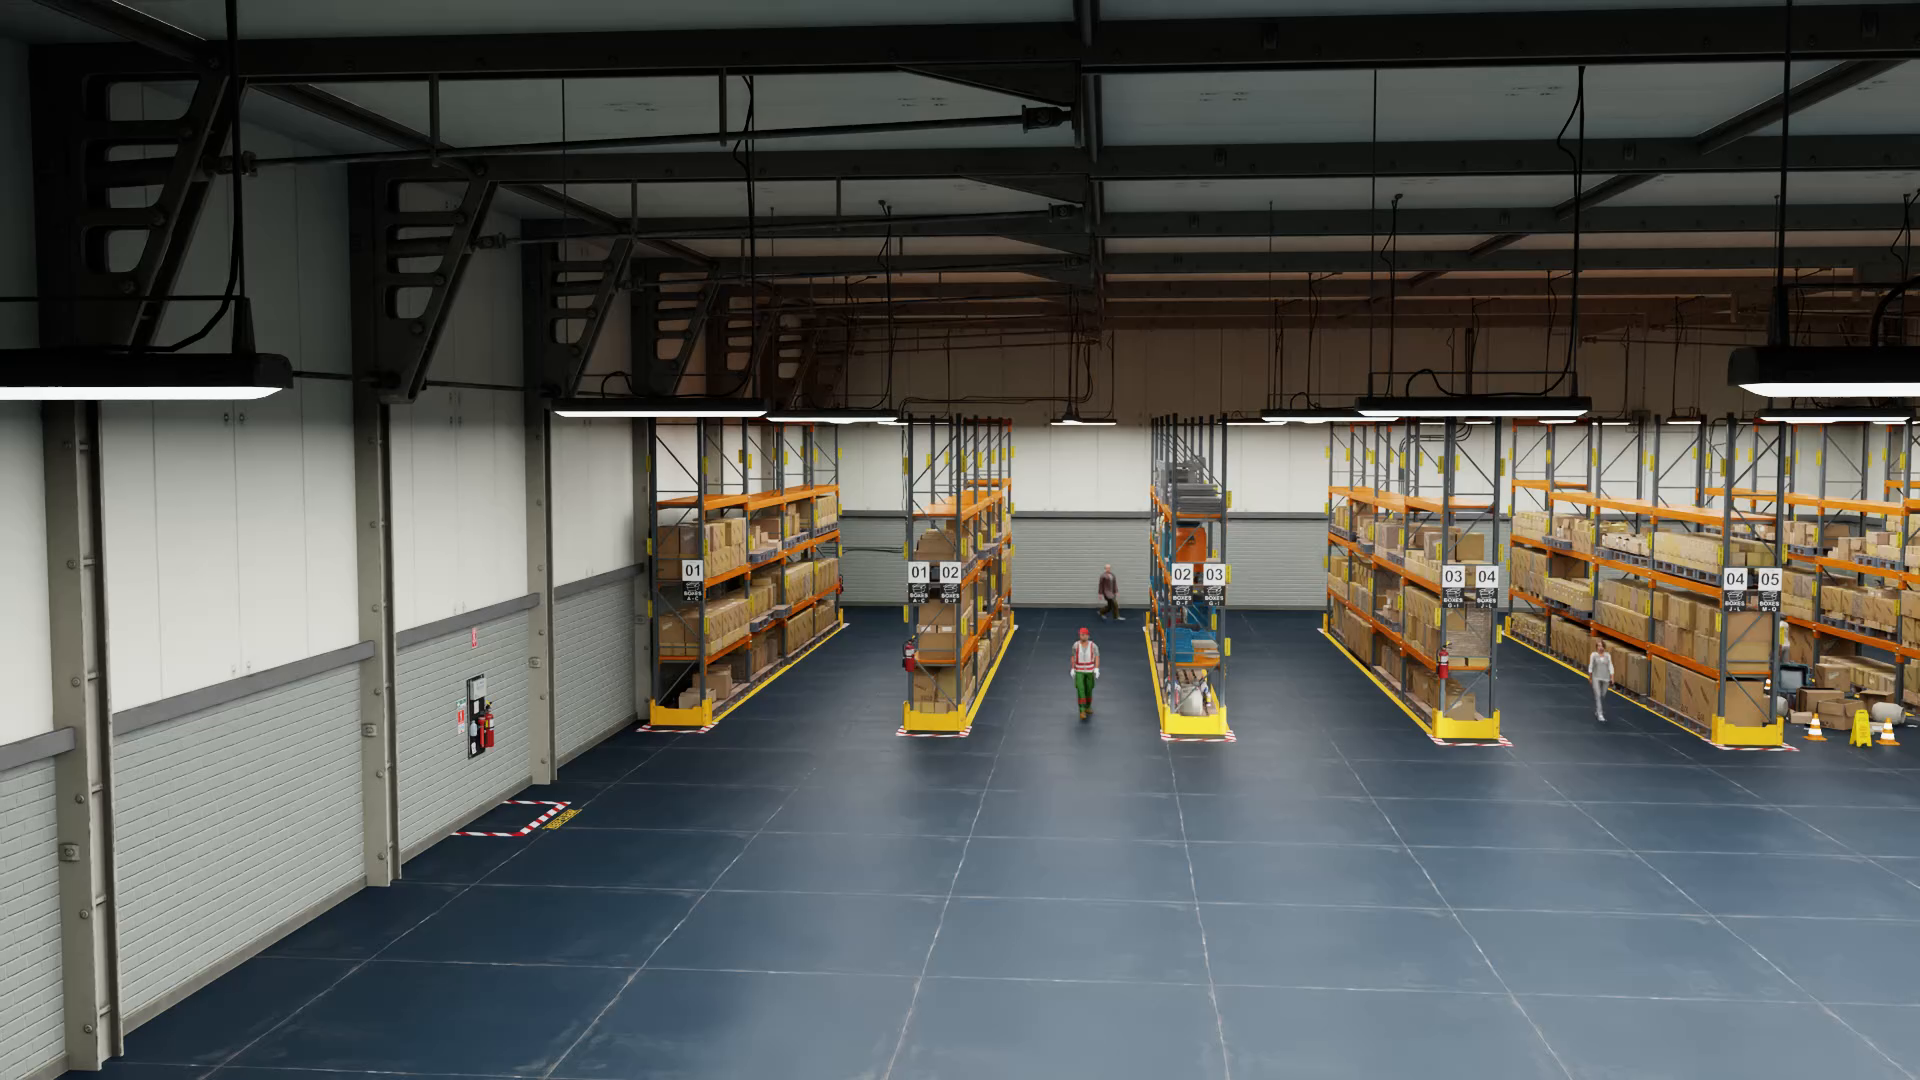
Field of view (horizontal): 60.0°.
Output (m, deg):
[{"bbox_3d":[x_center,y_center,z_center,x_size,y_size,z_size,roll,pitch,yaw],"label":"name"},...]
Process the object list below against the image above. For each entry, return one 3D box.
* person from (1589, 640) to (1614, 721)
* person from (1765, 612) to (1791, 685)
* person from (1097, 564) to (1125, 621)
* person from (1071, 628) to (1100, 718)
[{"bbox_3d":[12.552,2.737,32.508,0.432,1.552,0.903,1,4,8],"label":"person"},{"bbox_3d":[18.212,2.429,36.845,0.452,1.724,0.551,-1,4,-11],"label":"person"},{"bbox_3d":[4.457,1.562,49.487,1.115,1.664,0.543,4,5,44],"label":"person"},{"bbox_3d":[2.474,2.609,32.831,0.560,1.746,0.978,0,4,3],"label":"person"}]
